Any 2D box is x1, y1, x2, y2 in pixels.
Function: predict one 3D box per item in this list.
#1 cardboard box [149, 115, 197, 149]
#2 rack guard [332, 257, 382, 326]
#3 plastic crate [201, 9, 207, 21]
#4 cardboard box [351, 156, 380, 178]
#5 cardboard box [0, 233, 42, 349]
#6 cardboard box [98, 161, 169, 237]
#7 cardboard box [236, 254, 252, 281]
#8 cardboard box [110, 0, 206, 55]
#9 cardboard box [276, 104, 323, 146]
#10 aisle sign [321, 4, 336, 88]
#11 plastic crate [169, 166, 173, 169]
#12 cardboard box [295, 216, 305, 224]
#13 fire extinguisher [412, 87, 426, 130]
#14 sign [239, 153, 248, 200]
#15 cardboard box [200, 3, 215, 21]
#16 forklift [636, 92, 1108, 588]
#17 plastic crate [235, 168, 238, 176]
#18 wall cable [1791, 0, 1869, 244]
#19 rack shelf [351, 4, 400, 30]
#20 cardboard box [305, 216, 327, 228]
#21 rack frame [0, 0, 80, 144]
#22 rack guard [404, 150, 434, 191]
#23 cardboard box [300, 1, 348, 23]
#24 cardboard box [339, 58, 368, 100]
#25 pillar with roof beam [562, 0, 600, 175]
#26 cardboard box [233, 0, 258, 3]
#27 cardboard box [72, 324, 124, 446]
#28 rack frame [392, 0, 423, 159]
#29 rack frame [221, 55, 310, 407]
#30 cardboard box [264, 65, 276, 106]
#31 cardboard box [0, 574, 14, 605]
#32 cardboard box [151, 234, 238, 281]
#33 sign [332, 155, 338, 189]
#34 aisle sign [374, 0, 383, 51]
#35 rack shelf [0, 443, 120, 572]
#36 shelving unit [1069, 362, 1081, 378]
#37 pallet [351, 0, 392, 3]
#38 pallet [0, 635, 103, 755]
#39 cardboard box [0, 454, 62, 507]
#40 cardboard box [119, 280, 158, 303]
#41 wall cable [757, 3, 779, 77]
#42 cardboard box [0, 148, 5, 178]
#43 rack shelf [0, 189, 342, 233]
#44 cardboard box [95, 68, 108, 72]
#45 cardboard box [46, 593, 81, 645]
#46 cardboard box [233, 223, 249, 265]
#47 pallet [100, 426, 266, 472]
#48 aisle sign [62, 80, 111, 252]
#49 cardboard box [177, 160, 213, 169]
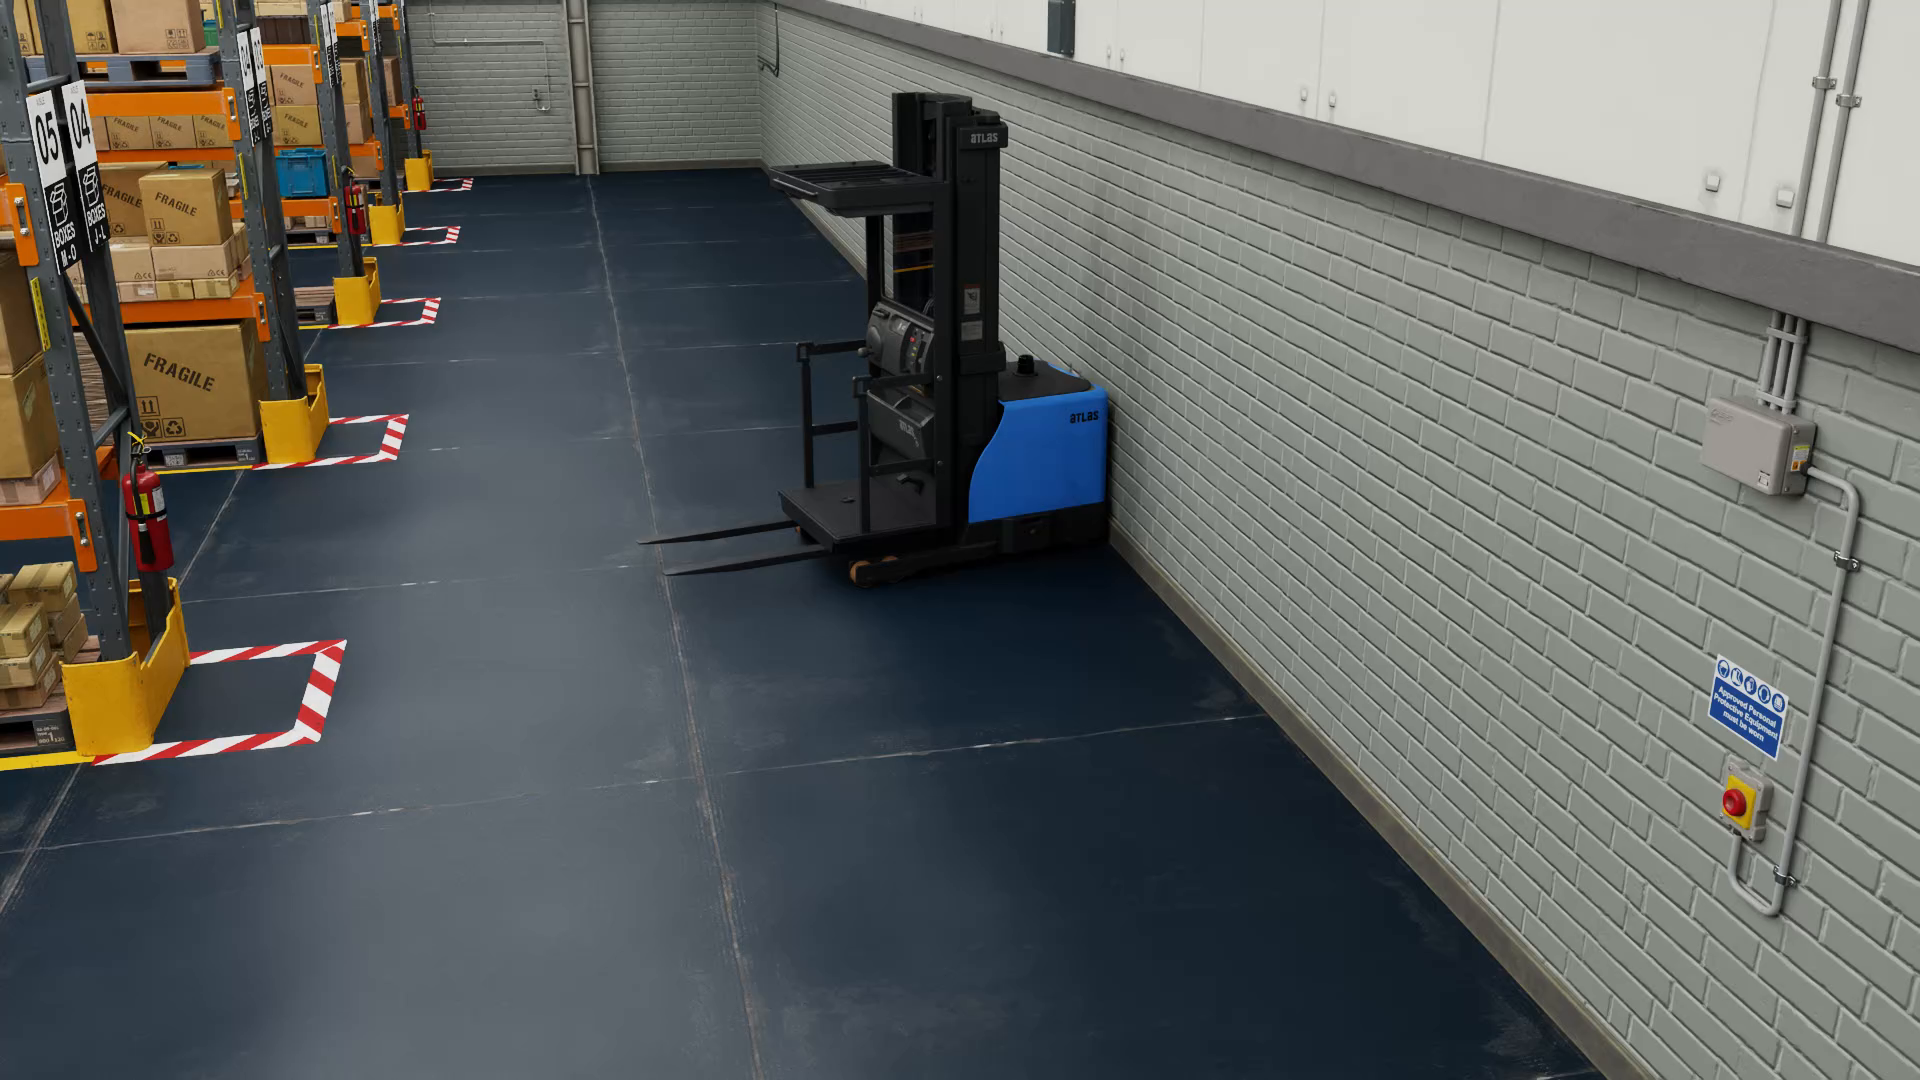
[{"bbox_3d":[-9.998,-5.275,21.210,0.500,0.500,0.500,-5,21,-13],"label":"cardboard box"},{"bbox_3d":[-6.493,-2.690,17.930,0.348,0.500,1.175,-5,21,-12],"label":"rack guard"},{"bbox_3d":[-8.063,-5.208,16.899,0.767,0.338,0.504,-5,21,-12],"label":"plastic crate"},{"bbox_3d":[-9.451,-6.108,26.651,0.500,0.500,0.700,-5,21,-12],"label":"cardboard box"},{"bbox_3d":[-4.828,-1.240,8.309,0.500,0.500,0.500,-5,21,-13],"label":"cardboard box"},{"bbox_3d":[-6.389,-2.633,12.838,0.500,0.500,0.500,-5,21,-14],"label":"cardboard box"},{"bbox_3d":[-5.795,-2.164,13.226,0.250,0.149,0.380,-4,21,-12],"label":"cardboard box"},{"bbox_3d":[-5.867,-3.840,12.174,0.500,0.500,0.700,-6,21,-16],"label":"cardboard box"},{"bbox_3d":[-8.526,-5.394,21.533,0.500,0.500,0.500,-4,21,-12],"label":"cardboard box"},{"bbox_3d":[-6.376,-4.986,16.784,0.004,0.787,0.394,-5,21,-12],"label":"aisle sign"},{"bbox_3d":[-8.402,-3.769,17.400,0.300,0.233,0.416,-5,21,-12],"label":"plastic crate"},{"bbox_3d":[-8.730,-4.443,22.442,0.500,0.250,0.500,-5,21,-12],"label":"cardboard box"},{"bbox_3d":[-8.540,-6.819,26.225,0.183,0.674,0.296,-5,21,-12],"label":"fire extinguisher"},{"bbox_3d":[-5.262,-2.671,12.219,0.005,0.325,0.100,-5,21,-12],"label":"sign"},{"bbox_3d":[-9.551,-6.611,20.857,0.500,0.250,0.500,-5,21,-12],"label":"cardboard box"},{"bbox_3d":[-0.568,-1.283,10.556,3.031,2.935,1.130,-9,22,-24],"label":"forklift"},{"bbox_3d":[-7.470,-3.845,17.607,0.300,0.233,0.416,-5,21,-12],"label":"plastic crate"},{"bbox_3d":[2.378,-2.244,4.357,0.029,3.000,0.463,-5,21,-12],"label":"wall cable"},{"bbox_3d":[-10.739,-8.086,25.712,4.000,0.370,1.077,-5,21,-12],"label":"rack shelf"},{"bbox_3d":[-8.536,-4.264,22.074,0.250,0.166,0.380,-5,21,-12],"label":"cardboard box"},{"bbox_3d":[-4.330,-3.348,7.371,0.127,3.000,1.000,-5,21,-12],"label":"rack frame"},{"bbox_3d":[-8.769,-6.002,26.972,0.348,0.500,1.175,-5,21,-12],"label":"rack guard"},{"bbox_3d":[-8.088,-6.725,21.169,0.500,0.250,0.500,-5,21,-12],"label":"cardboard box"},{"bbox_3d":[-8.142,-6.085,21.966,0.500,0.500,0.500,-4,20,-11],"label":"cardboard box"},{"bbox_3d":[-5.374,-9.053,22.944,0.400,9.000,9.100,-5,21,-12],"label":"pillar with roof beam"},{"bbox_3d":[-9.064,-6.884,20.878,0.500,0.250,0.500,-5,21,-12],"label":"cardboard box"},{"bbox_3d":[-6.863,-1.249,12.843,0.875,0.875,0.875,-5,21,-12],"label":"cardboard box"},{"bbox_3d":[-8.793,-7.173,26.536,0.127,3.000,1.000,-5,21,-12],"label":"rack frame"},{"bbox_3d":[-5.373,-2.199,12.958,0.127,3.000,1.000,-5,21,-12],"label":"rack frame"},{"bbox_3d":[-9.014,-5.822,21.248,0.500,0.500,0.500,-4,21,-11],"label":"cardboard box"},{"bbox_3d":[-5.159,0.321,8.747,0.250,0.149,0.380,-4,21,-11],"label":"cardboard box"},{"bbox_3d":[-5.784,-2.141,12.585,0.500,0.250,0.500,-5,21,-13],"label":"cardboard box"},{"bbox_3d":[-6.371,-3.751,16.956,0.005,0.325,0.100,-5,21,-12],"label":"sign"},{"bbox_3d":[-7.650,-6.840,21.847,0.004,0.787,0.394,-5,21,-12],"label":"aisle sign"},{"bbox_3d":[-6.277,-0.035,8.095,4.000,0.370,1.077,-5,21,-12],"label":"rack shelf"},{"bbox_3d":[0.842,-0.606,11.421,0.189,1.200,0.258,-2,19,-13],"label":"shelving unit"},{"bbox_3d":[-9.512,-8.478,25.866,1.213,0.211,1.003,-5,21,-12],"label":"pallet"},{"bbox_3d":[-5.203,0.837,8.723,1.213,0.211,1.003,-5,21,-12],"label":"pallet"},{"bbox_3d":[-4.583,-0.293,8.118,0.250,0.149,0.380,-5,21,-12],"label":"cardboard box"},{"bbox_3d":[-6.142,-1.902,12.512,0.250,0.149,0.380,-5,21,-12],"label":"cardboard box"},{"bbox_3d":[-3.206,-8.860,26.934,0.112,2.526,3.097,-5,21,-12],"label":"wall cable"},{"bbox_3d":[-4.712,-1.745,7.573,0.500,0.250,0.500,-5,21,-14],"label":"cardboard box"},{"bbox_3d":[-8.459,-3.361,17.175,4.000,0.370,1.077,-5,21,-12],"label":"rack shelf"},{"bbox_3d":[-10.517,-5.700,20.914,0.500,0.500,0.500,-5,21,-14],"label":"cardboard box"},{"bbox_3d":[-4.899,0.426,8.892,0.250,0.149,0.380,-4,20,-10],"label":"cardboard box"},{"bbox_3d":[-5.903,-2.321,13.075,0.500,0.250,0.500,-5,21,-14],"label":"cardboard box"},{"bbox_3d":[-6.133,-0.800,13.193,1.213,0.211,1.003,-5,21,-12],"label":"pallet"},{"bbox_3d":[-4.328,-1.858,8.246,0.004,0.787,0.394,-5,21,-12],"label":"aisle sign"},{"bbox_3d":[-11.934,-5.905,26.098,0.500,0.500,0.700,-4,21,-12],"label":"cardboard box"}]
